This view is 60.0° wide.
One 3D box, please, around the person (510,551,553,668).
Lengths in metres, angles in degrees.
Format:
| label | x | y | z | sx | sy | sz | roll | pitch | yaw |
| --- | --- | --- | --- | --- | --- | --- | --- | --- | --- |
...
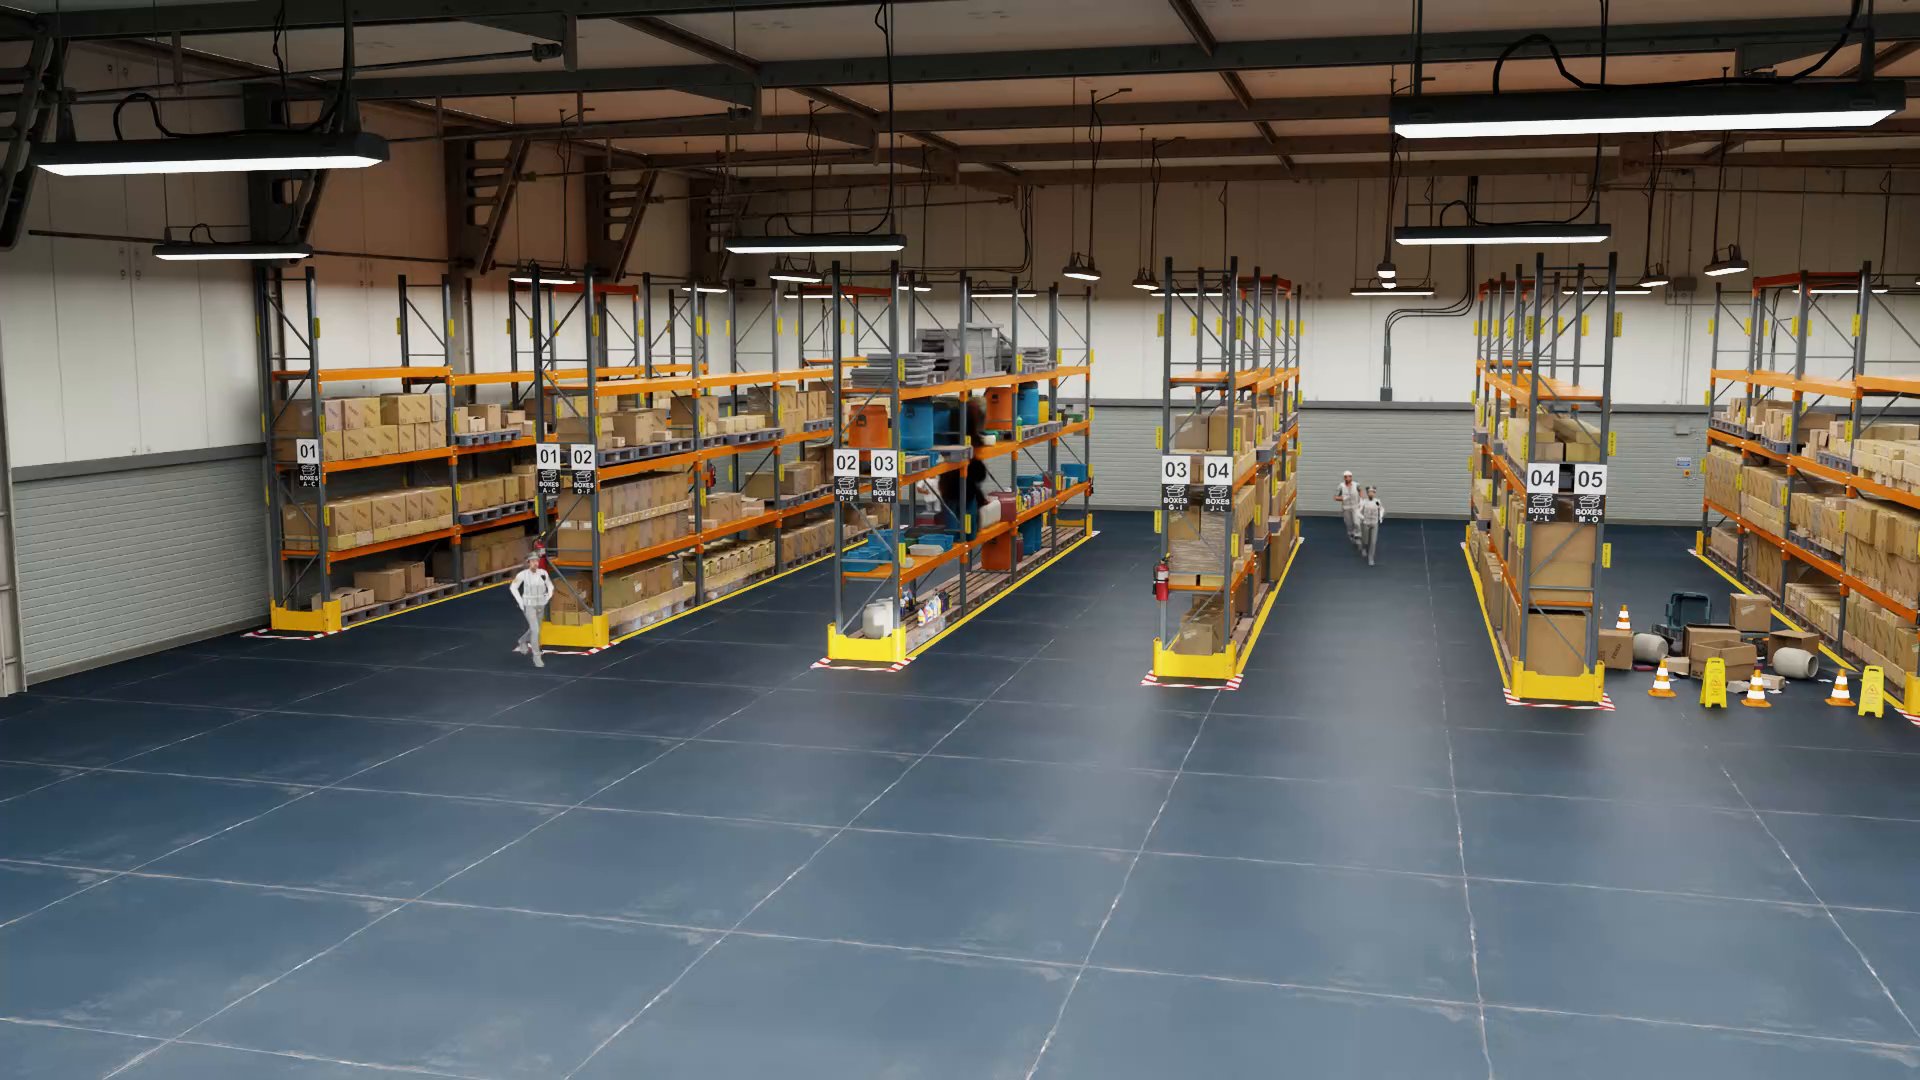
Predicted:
| label | x | y | z | sx | sy | sz | roll | pitch | yaw |
| --- | --- | --- | --- | --- | --- | --- | --- | --- | --- |
| person | -6.404 | 1.004 | 24.932 | 0.601 | 1.707 | 0.790 | -6 | 10 | -41 |

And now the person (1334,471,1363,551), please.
| label | x | y | z | sx | sy | sz | roll | pitch | yaw |
| --- | --- | --- | --- | --- | --- | --- | --- | --- | --- |
| person | 8.853 | -0.726 | 37.884 | 0.663 | 1.727 | 0.855 | 1 | 7 | 10 |

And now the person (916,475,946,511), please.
| label | x | y | z | sx | sy | sz | roll | pitch | yaw |
| --- | --- | --- | --- | --- | --- | --- | --- | --- | --- |
| person | -0.682 | -0.913 | 39.803 | 0.738 | 1.829 | 0.808 | -1 | 7 | -4 |

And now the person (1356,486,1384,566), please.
| label | x | y | z | sx | sy | sz | roll | pitch | yaw |
| --- | --- | --- | --- | --- | --- | --- | --- | --- | --- |
| person | 8.763 | -0.327 | 35.509 | 0.617 | 1.688 | 0.847 | 1 | 7 | 5 |
